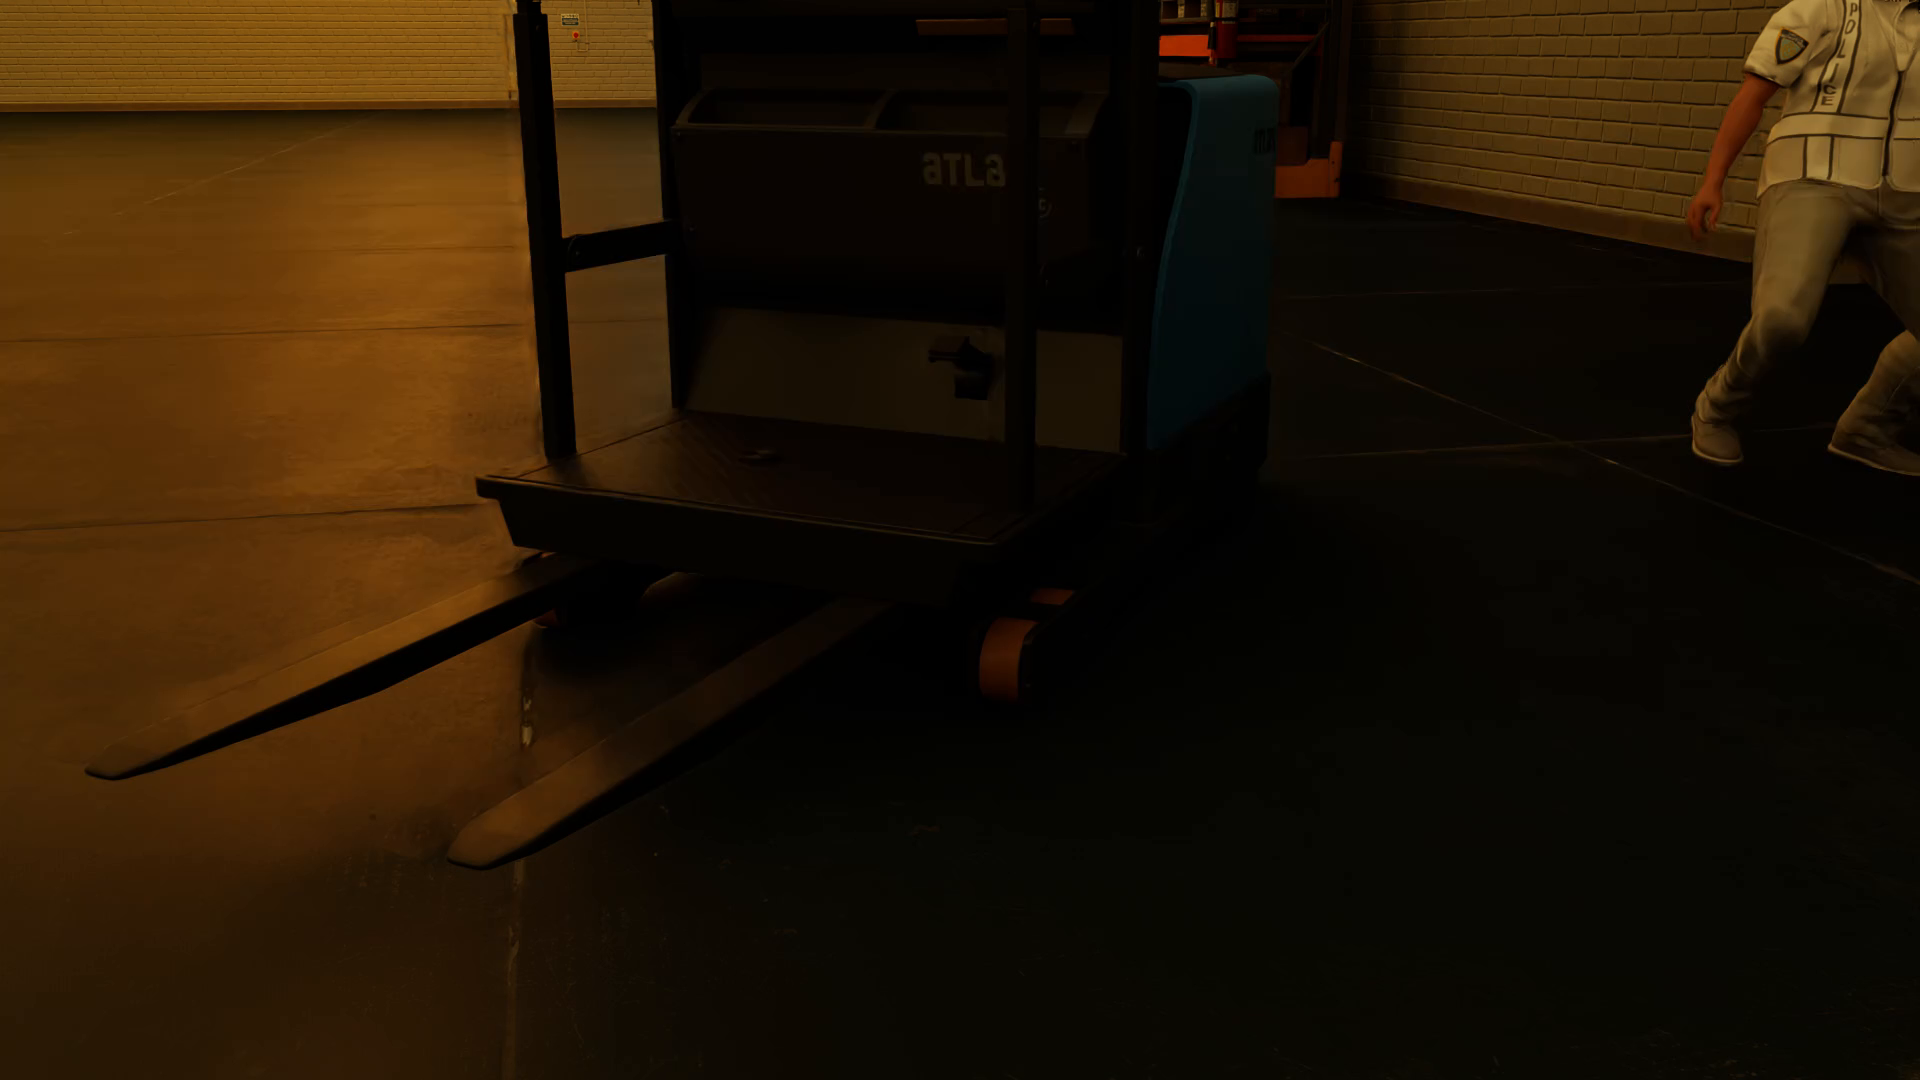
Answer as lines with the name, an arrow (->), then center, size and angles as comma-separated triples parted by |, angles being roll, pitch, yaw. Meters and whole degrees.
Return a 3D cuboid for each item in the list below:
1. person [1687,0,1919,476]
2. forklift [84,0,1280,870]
person -> 2.355, -0.899, 4.350 | 0.864, 1.564, 0.587 | 0, 17, -1
forklift -> -0.239, -1.241, 3.044 | 1.130, 2.935, 3.031 | 7, 18, 23
